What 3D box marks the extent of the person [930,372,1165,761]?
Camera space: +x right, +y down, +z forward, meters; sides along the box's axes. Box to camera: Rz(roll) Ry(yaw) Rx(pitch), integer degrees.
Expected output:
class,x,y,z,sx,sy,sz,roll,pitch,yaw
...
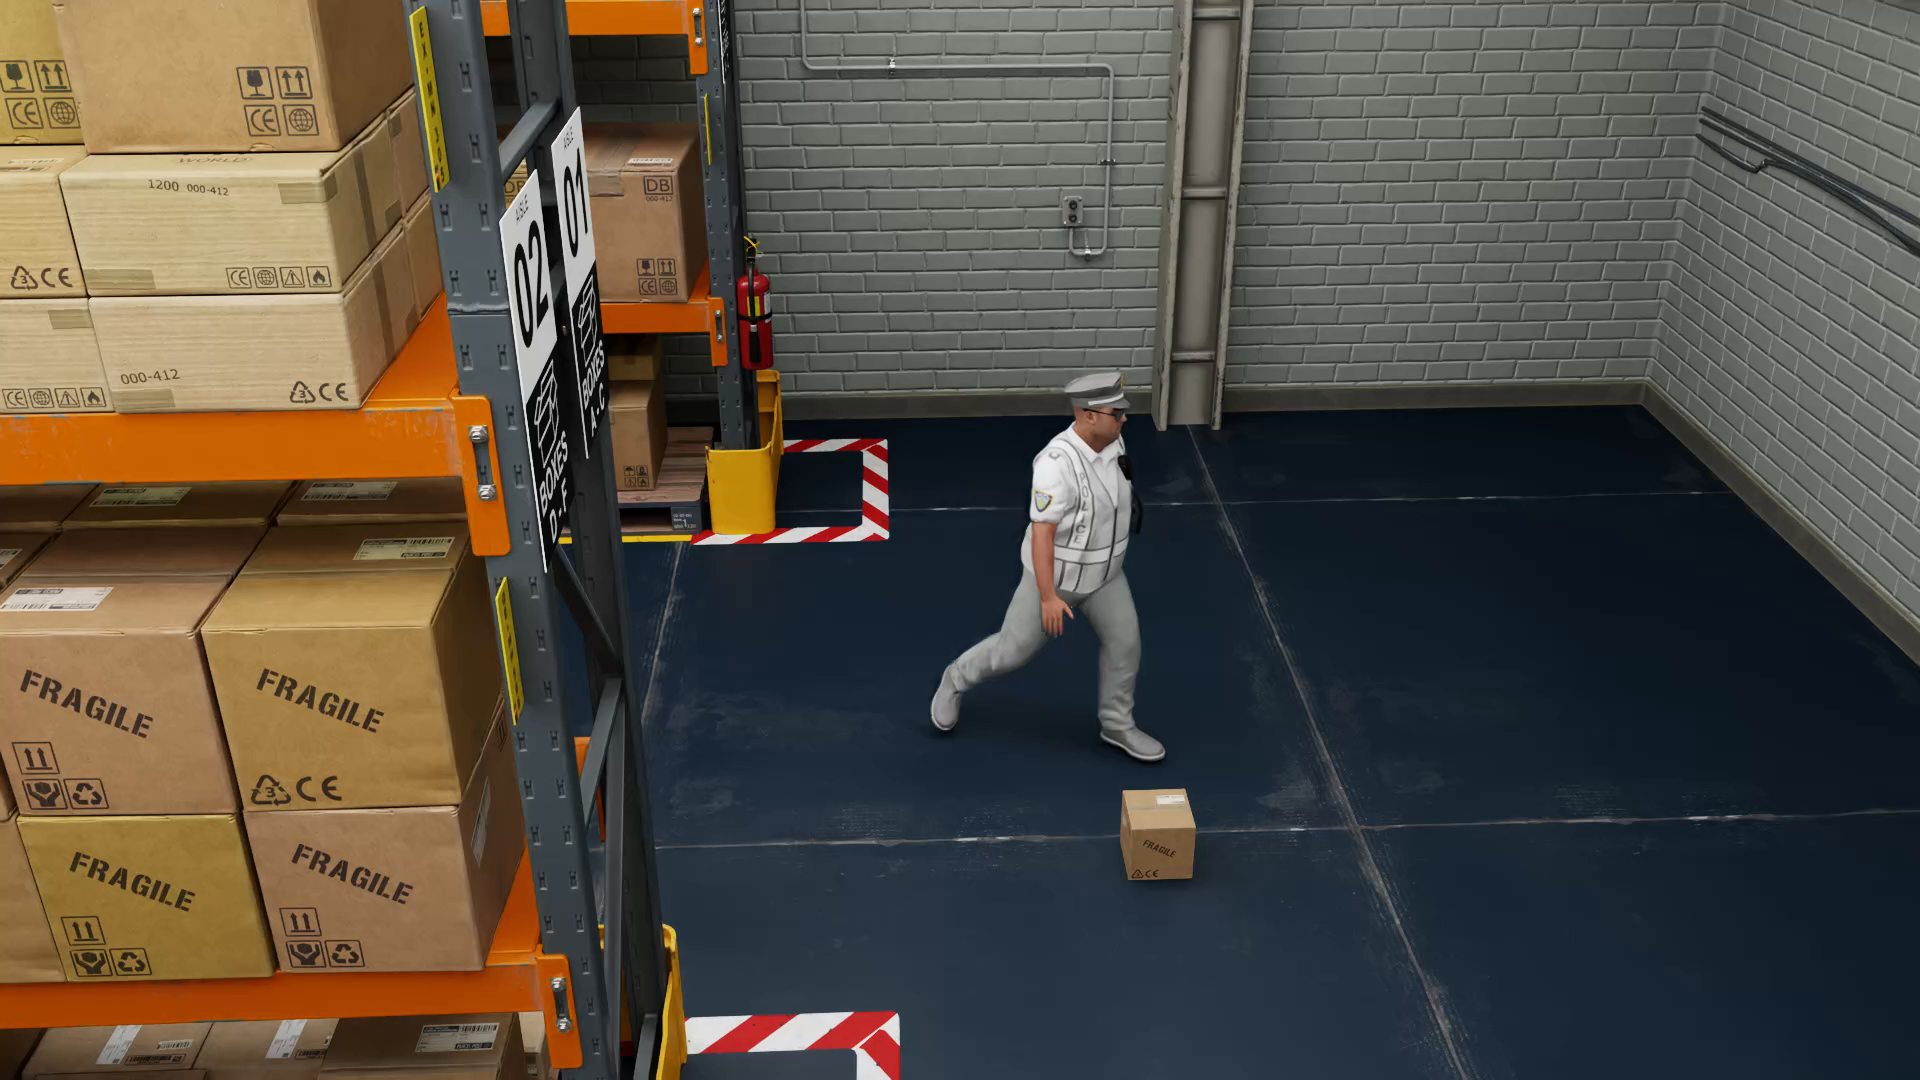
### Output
class,x,y,z,sx,sy,sz,roll,pitch,yaw
person,0.366,0.105,6.903,0.696,1.721,0.953,-22,35,-36
